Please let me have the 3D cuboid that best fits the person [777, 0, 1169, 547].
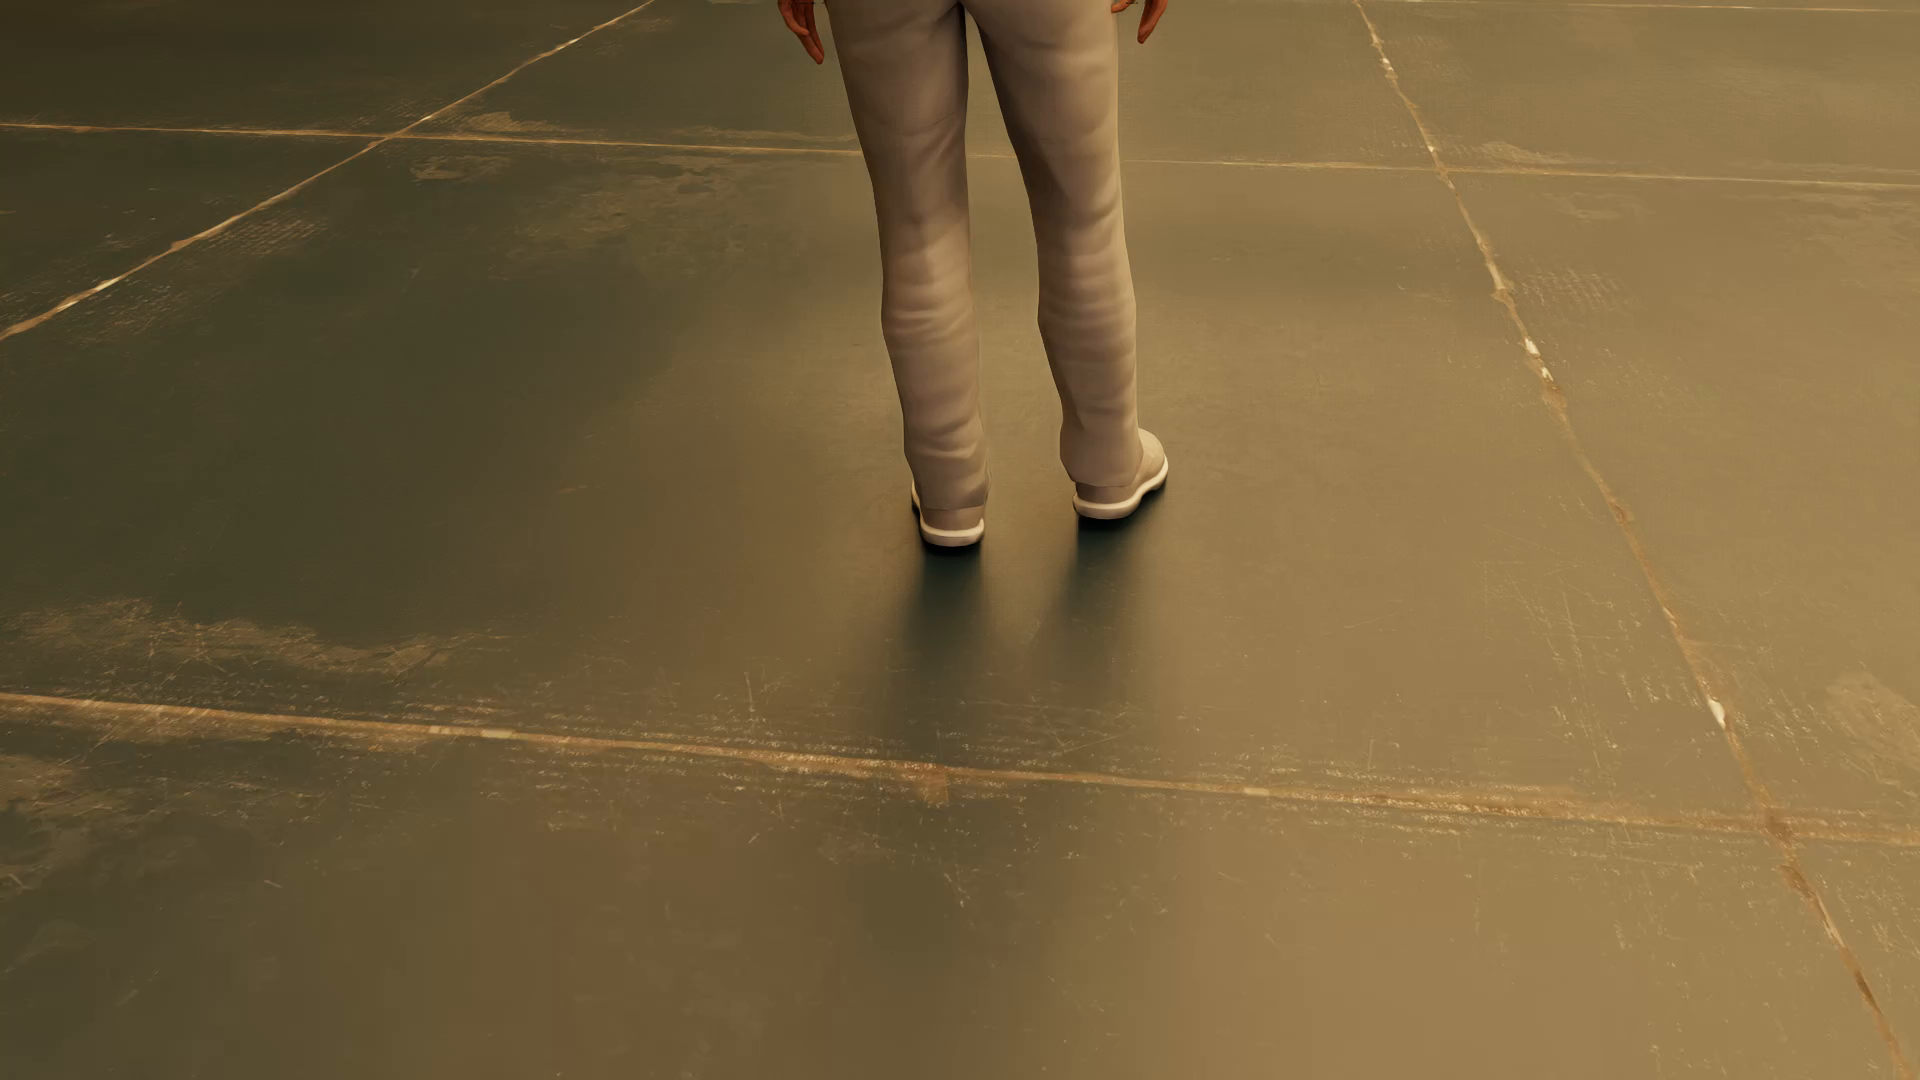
[{"bbox_3d":[0.029,-0.797,2.183,0.570,1.697,0.528,3,27,7],"label":"person"}]
